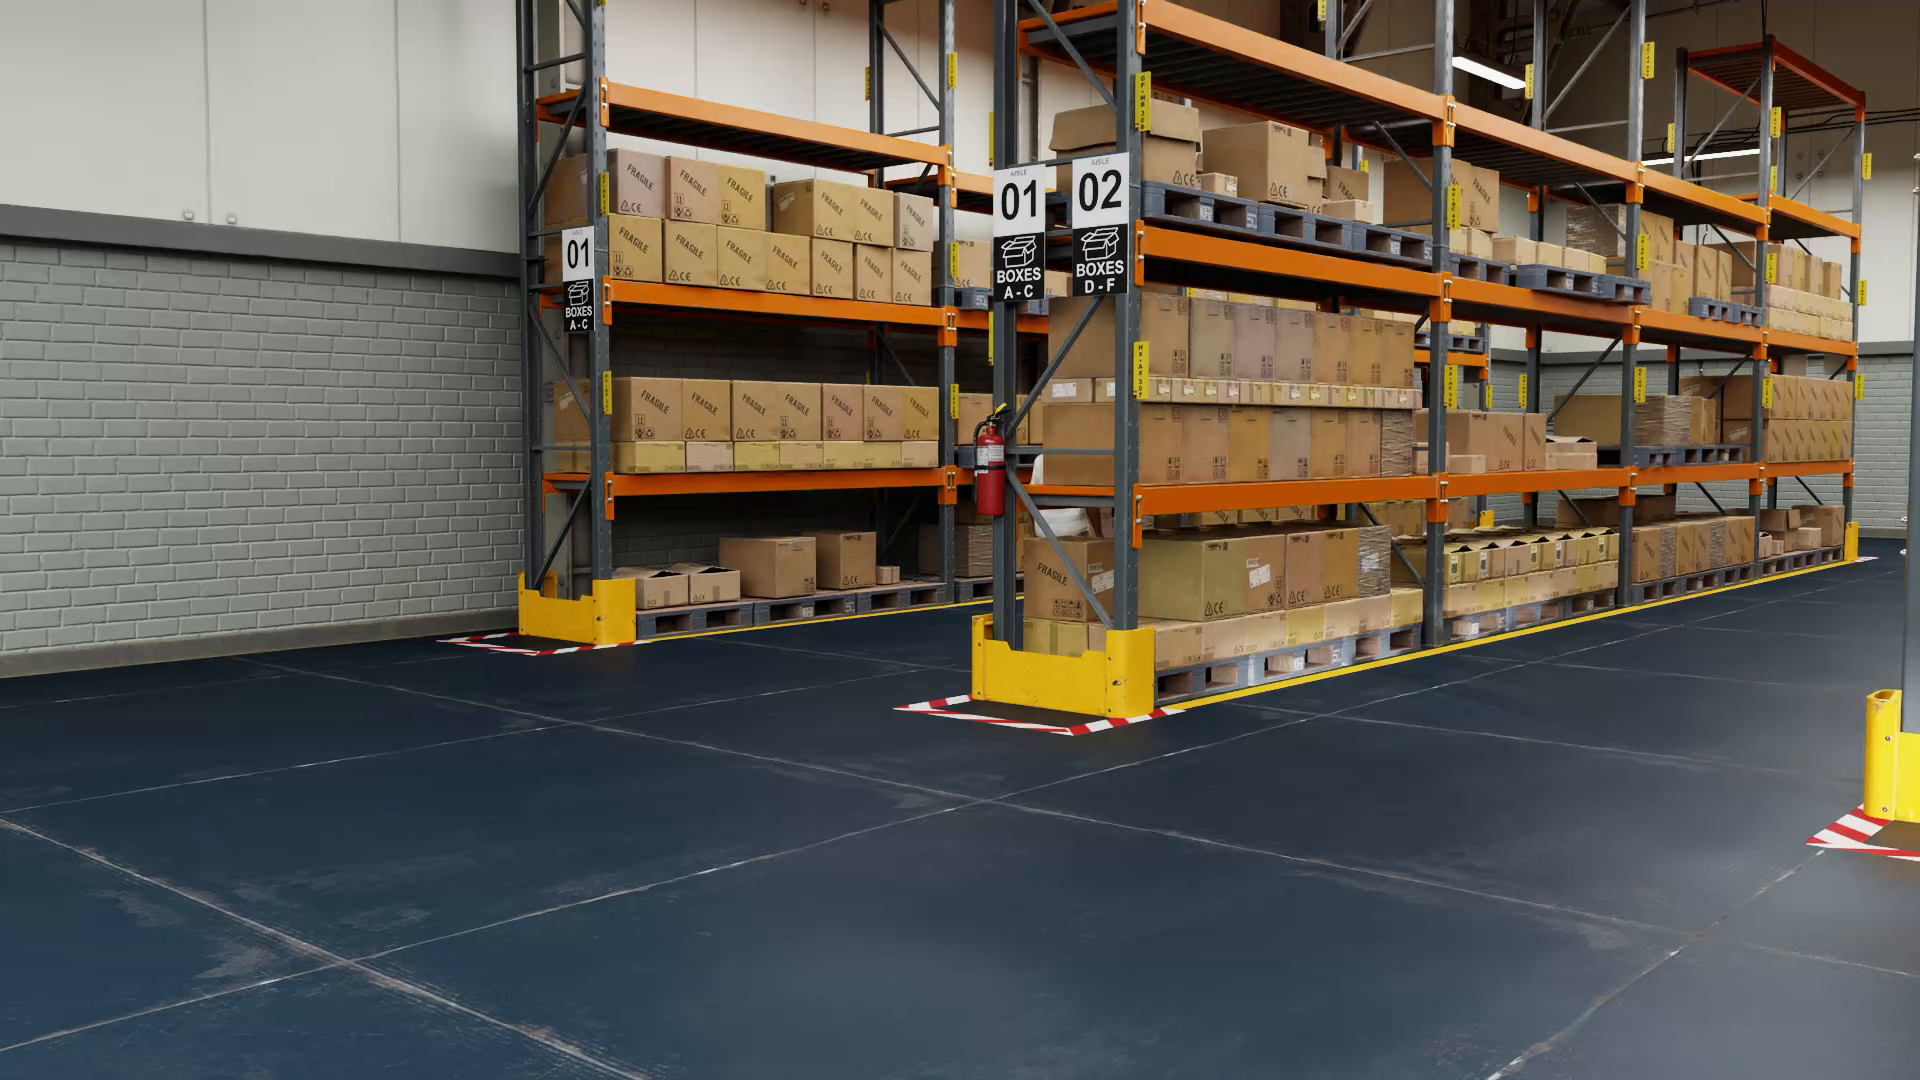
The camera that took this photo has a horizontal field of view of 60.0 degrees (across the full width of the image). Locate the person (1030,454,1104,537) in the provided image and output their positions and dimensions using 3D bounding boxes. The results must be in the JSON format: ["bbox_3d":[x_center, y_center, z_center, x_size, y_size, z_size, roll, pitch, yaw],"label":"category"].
[{"bbox_3d":[0.809,-0.053,12.487,0.633,1.757,0.463,3,5,40],"label":"person"}]
